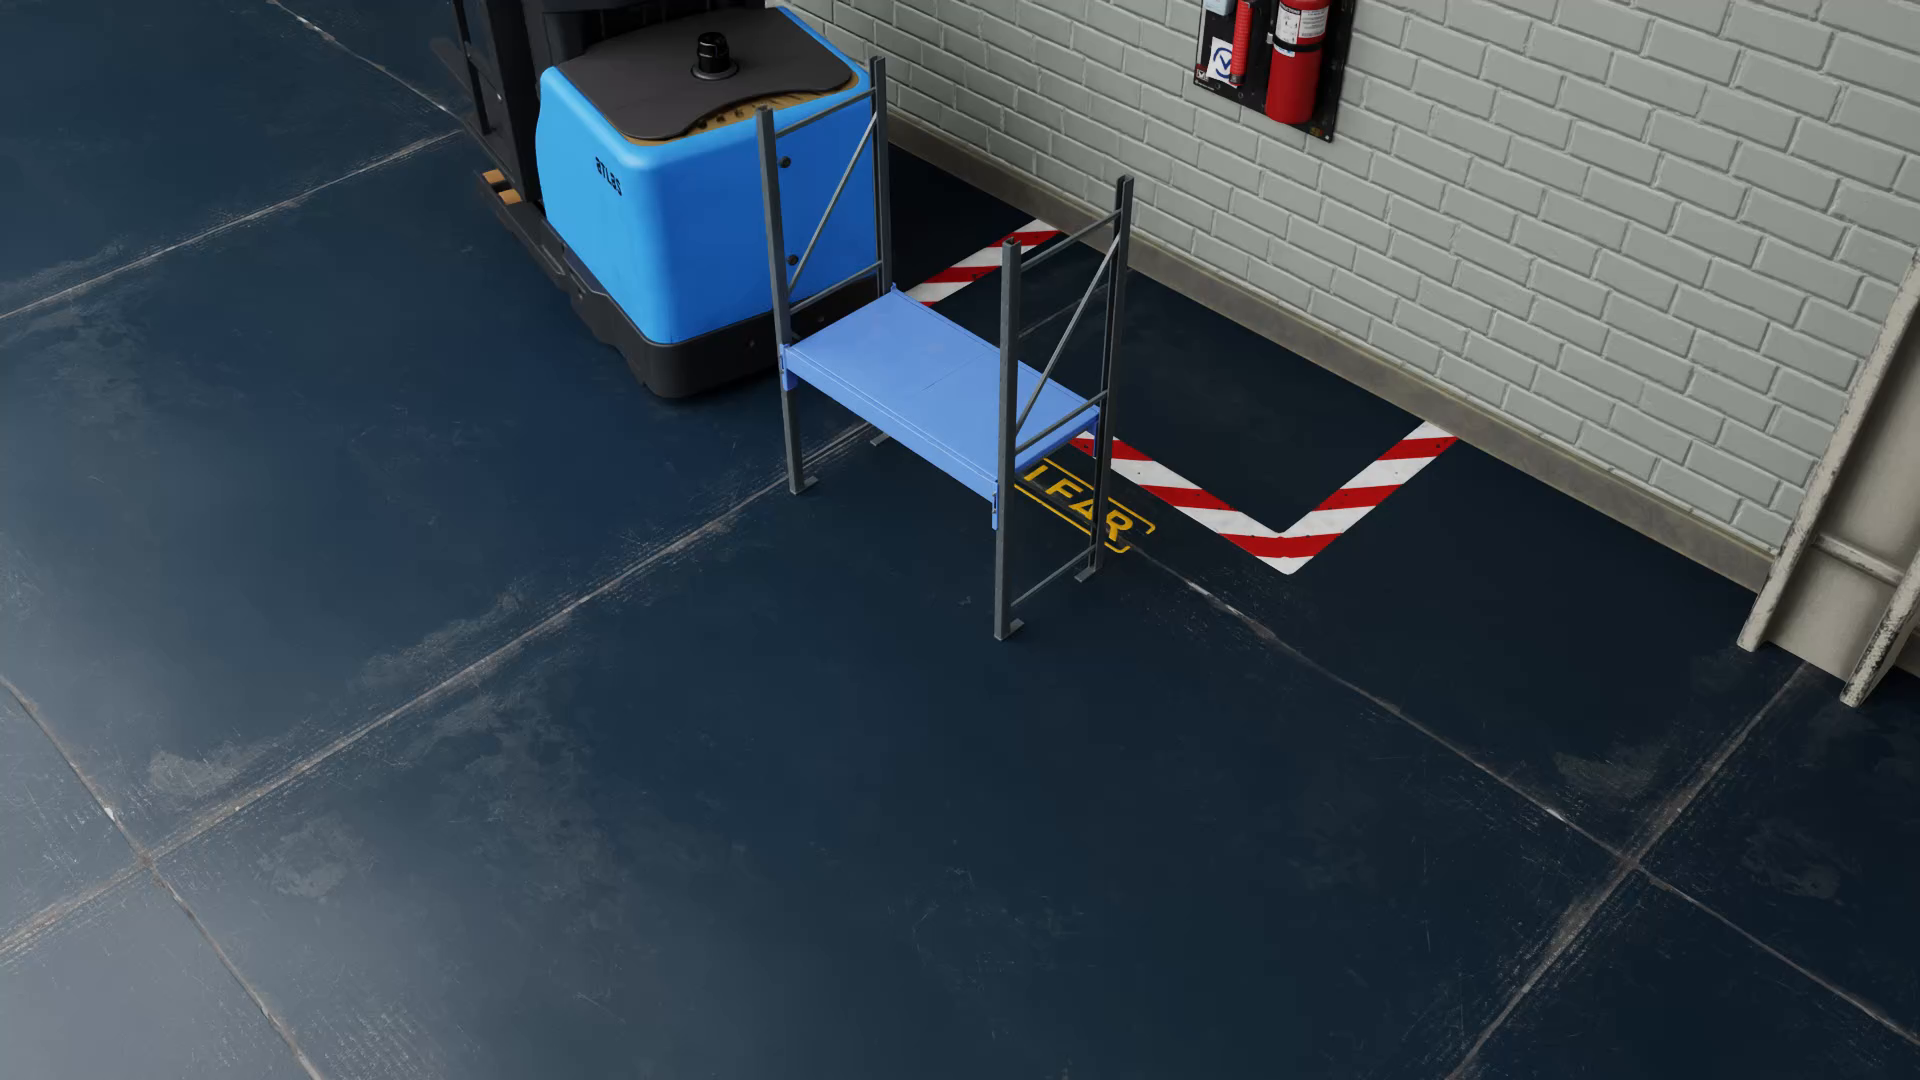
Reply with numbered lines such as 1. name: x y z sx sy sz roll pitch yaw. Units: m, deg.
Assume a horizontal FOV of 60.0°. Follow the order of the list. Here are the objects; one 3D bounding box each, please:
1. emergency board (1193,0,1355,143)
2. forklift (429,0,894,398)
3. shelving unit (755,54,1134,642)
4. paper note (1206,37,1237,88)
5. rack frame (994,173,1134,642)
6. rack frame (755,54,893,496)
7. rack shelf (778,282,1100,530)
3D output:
1. emergency board: 1.044 -1.950 5.650 0.194 1.169 0.643 -34 53 -31
2. forklift: -1.472 -2.583 6.386 1.130 2.935 3.031 -23 48 -23
3. shelving unit: -0.060 -0.592 5.285 0.538 1.500 1.048 -34 53 -31
4. paper note: 0.967 -1.745 6.077 0.016 0.148 0.142 -34 53 -31
5. rack frame: 0.299 -0.348 5.021 0.500 1.500 0.032 -34 53 -31
6. rack frame: -0.419 -0.836 5.550 0.500 1.500 0.032 -34 53 -31
7. rack shelf: -0.060 -0.460 5.407 0.538 0.185 1.000 -34 53 -31
